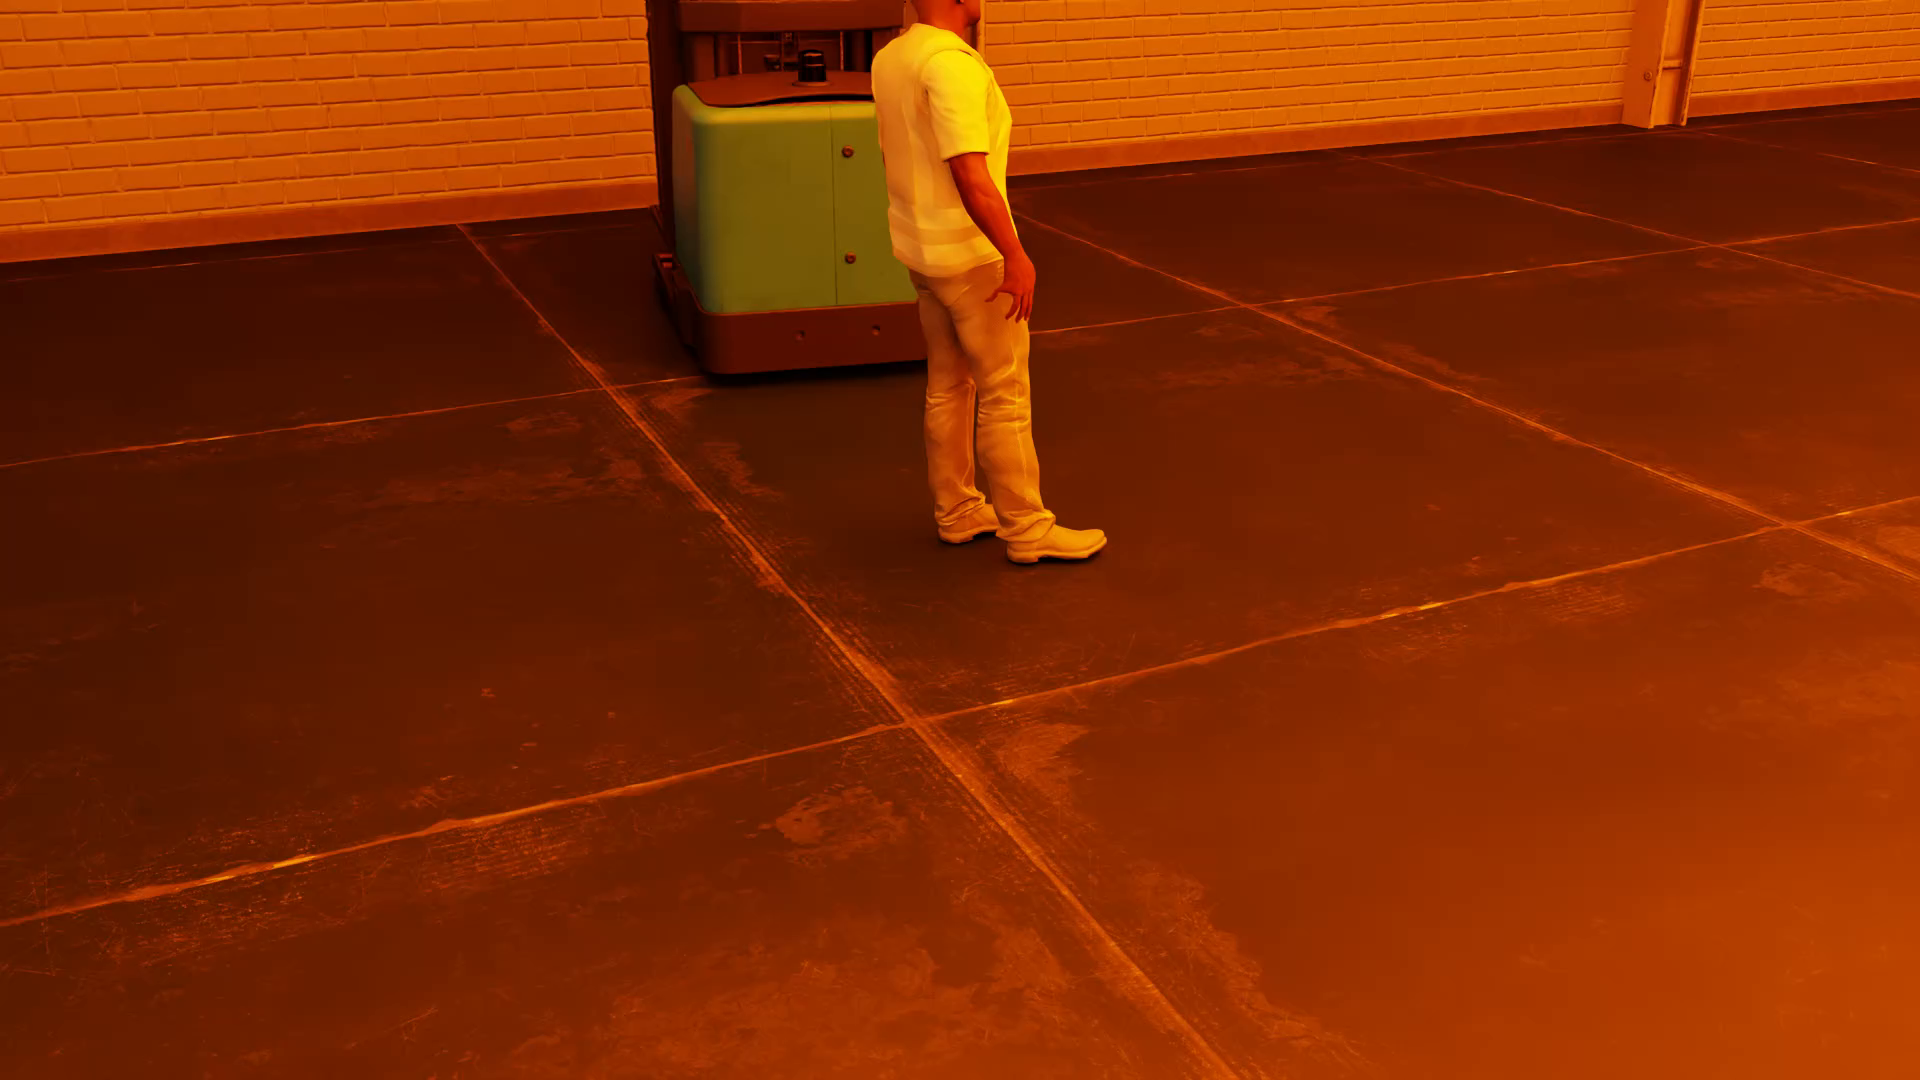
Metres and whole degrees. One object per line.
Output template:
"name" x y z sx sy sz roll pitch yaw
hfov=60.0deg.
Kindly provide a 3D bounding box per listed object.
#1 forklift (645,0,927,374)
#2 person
"forklift" -0.866 -2.535 7.388 1.130 2.935 3.031 -6 23 -14
"person" 0.066 -0.832 4.788 0.575 1.768 0.665 -10 25 -23
